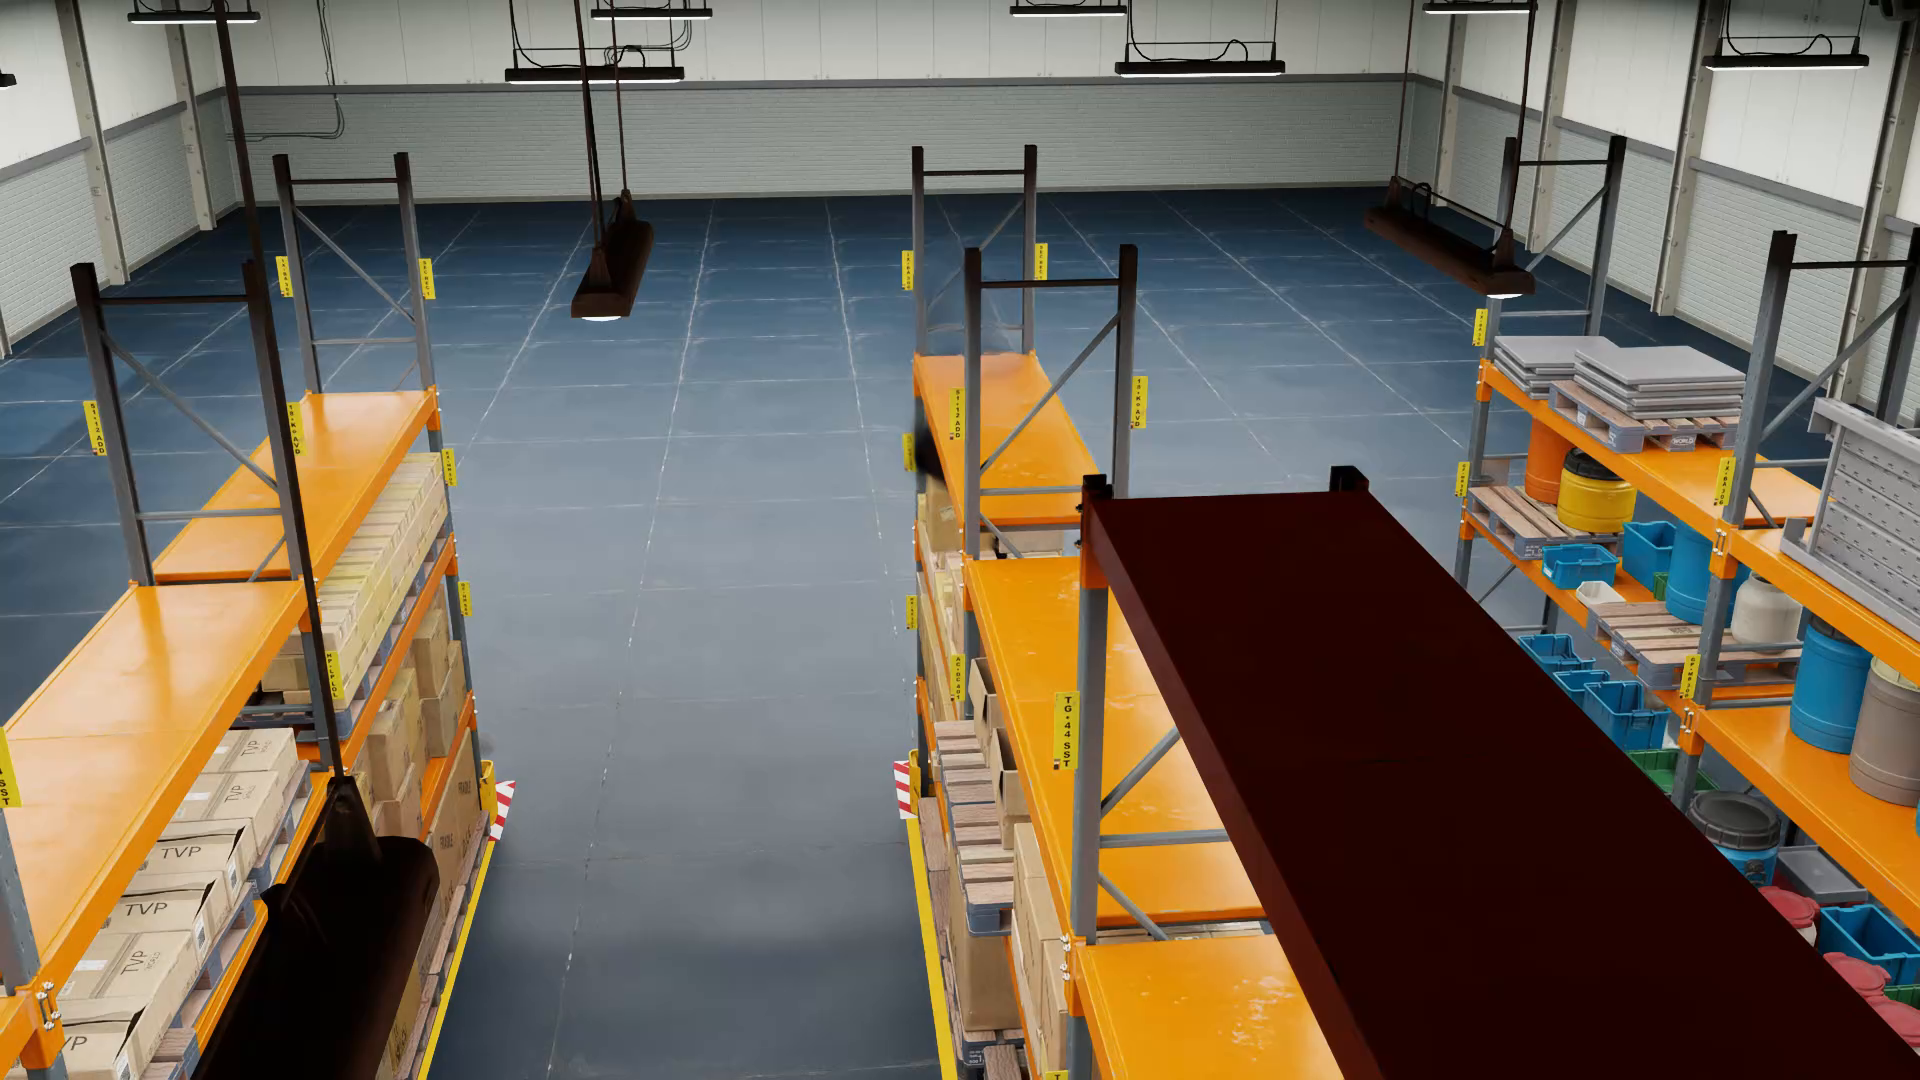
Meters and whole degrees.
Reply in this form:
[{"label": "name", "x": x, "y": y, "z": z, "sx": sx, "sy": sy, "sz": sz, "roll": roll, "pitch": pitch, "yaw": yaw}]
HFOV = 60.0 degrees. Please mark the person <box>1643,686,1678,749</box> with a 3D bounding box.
[{"label": "person", "x": 6.636, "y": 1.458, "z": 15.821, "sx": 0.608, "sy": 1.606, "sz": 0.544, "roll": -10, "pitch": 24, "yaw": -24}]
